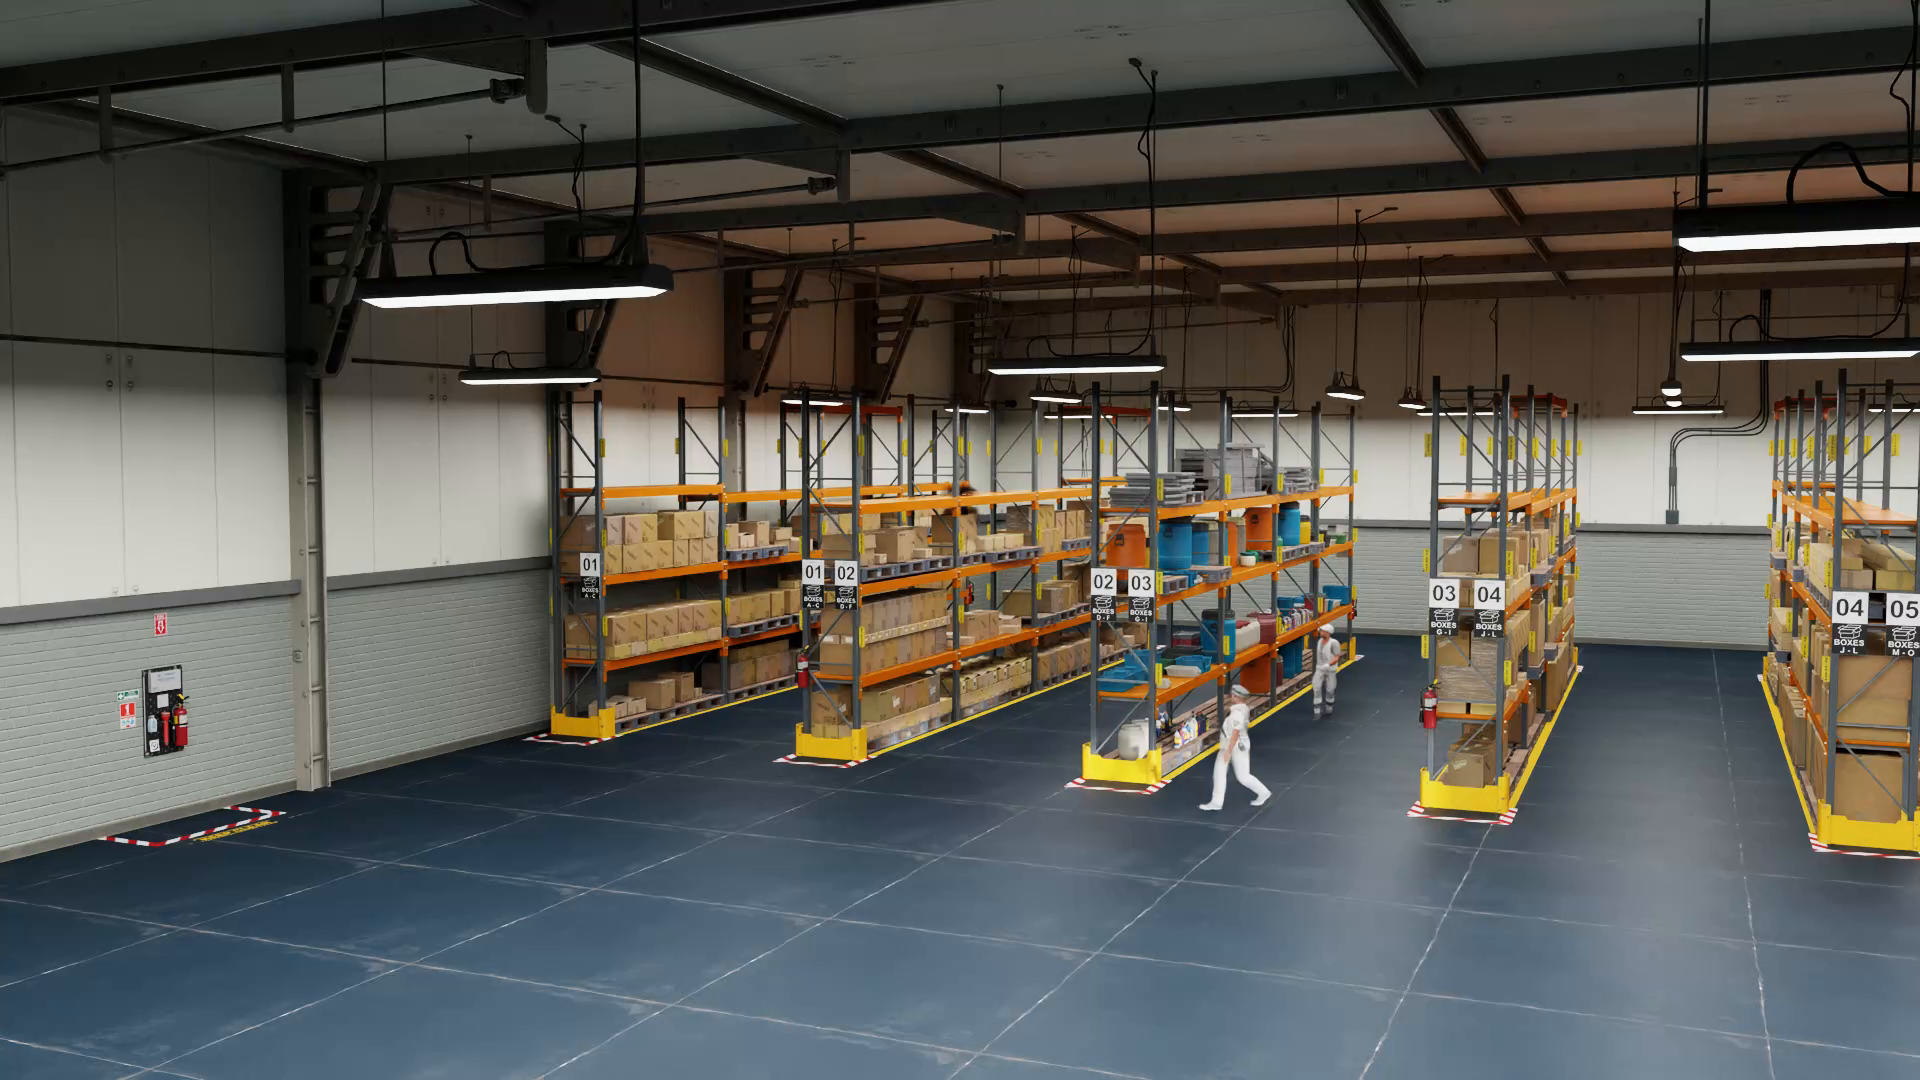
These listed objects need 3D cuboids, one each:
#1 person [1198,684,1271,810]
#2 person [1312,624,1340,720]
[{"bbox_3d":[3.814,2.861,22.929,0.972,1.741,0.503,-1,3,-25],"label":"person"},{"bbox_3d":[6.823,2.458,30.888,0.500,1.812,0.880,1,3,25],"label":"person"}]
